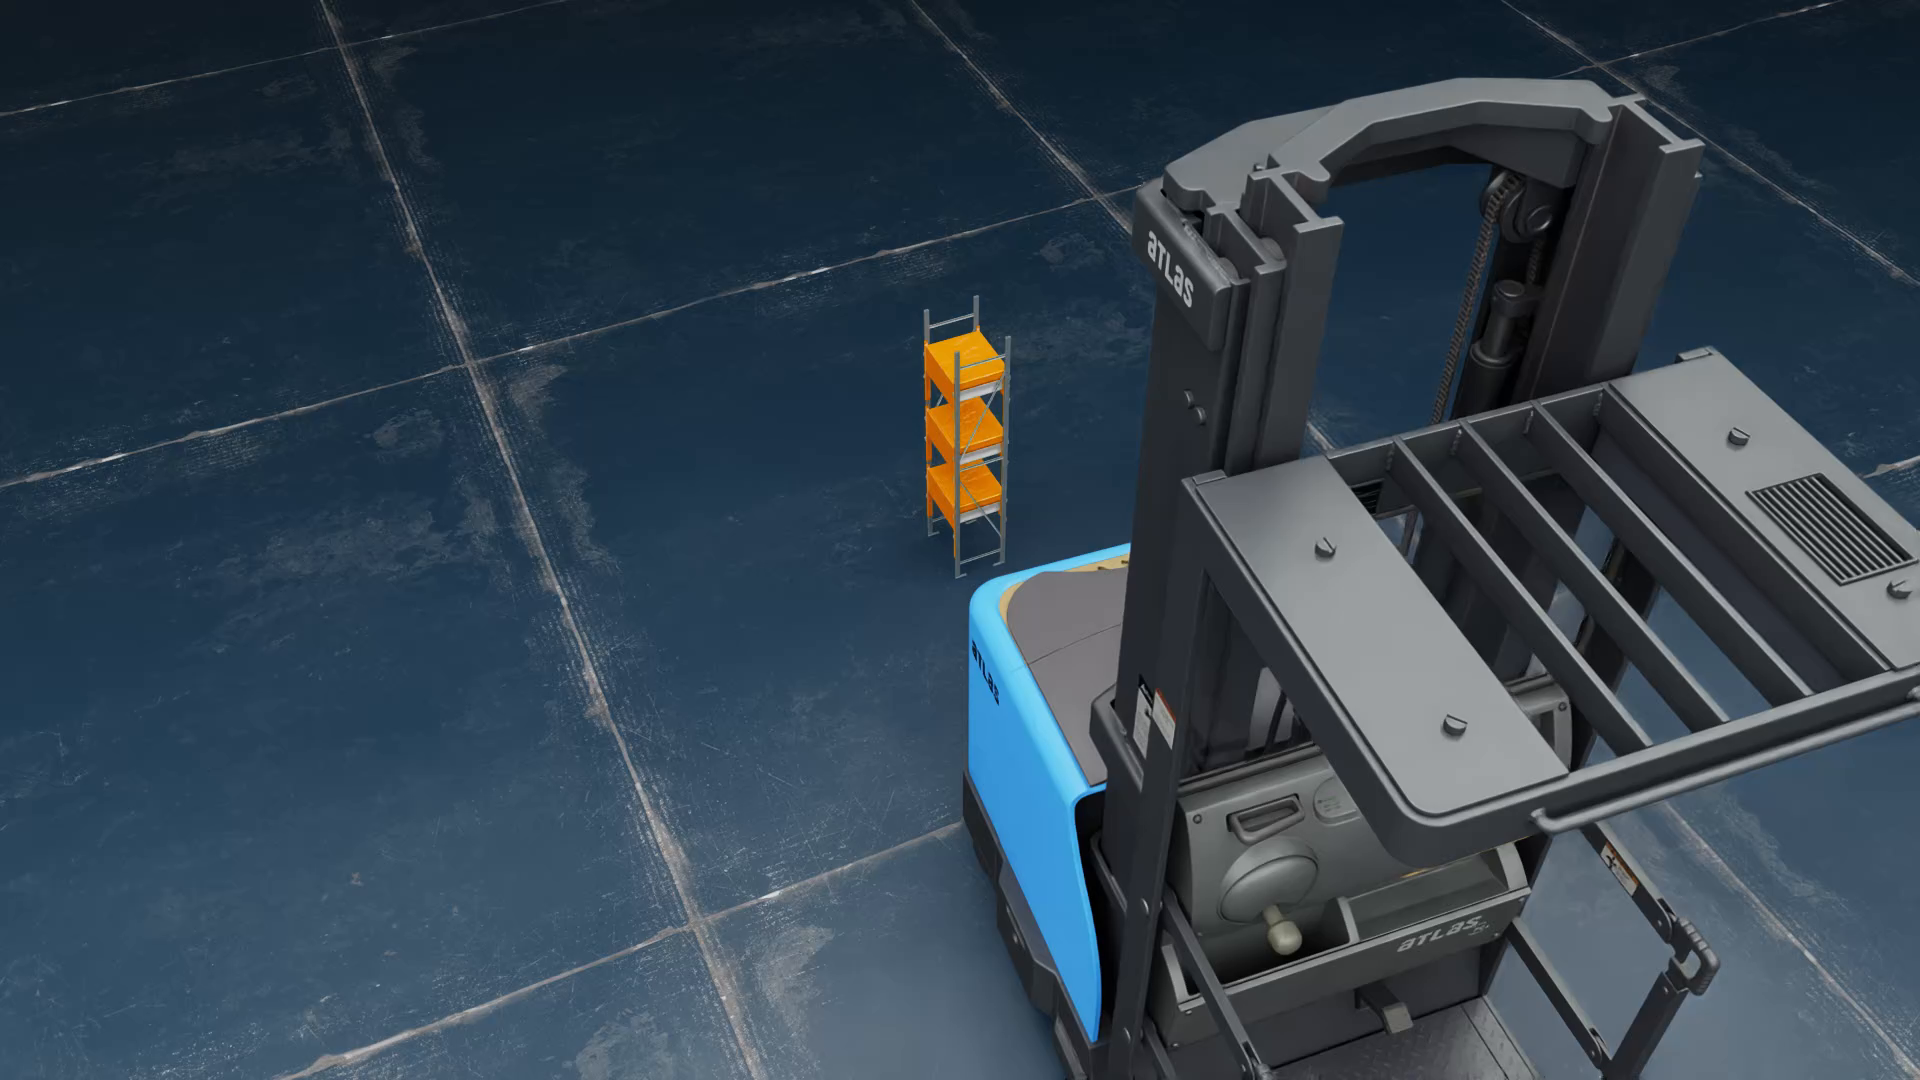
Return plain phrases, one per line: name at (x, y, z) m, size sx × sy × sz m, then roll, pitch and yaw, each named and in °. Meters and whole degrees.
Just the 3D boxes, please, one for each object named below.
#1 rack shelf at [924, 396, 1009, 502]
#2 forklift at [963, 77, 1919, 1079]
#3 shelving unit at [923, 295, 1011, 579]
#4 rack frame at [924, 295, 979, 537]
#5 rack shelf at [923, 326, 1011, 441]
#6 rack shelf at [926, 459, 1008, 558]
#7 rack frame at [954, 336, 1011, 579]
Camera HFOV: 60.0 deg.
rack shelf at (0.022, -0.332, 5.854) m, size 0.215 × 0.259 × 0.240 m, roll -18°, pitch 47°, yaw -17°
forklift at (0.986, 0.701, 3.453) m, size 1.130 × 2.935 × 3.031 m, roll -14°, pitch 46°, yaw -14°
shelving unit at (0.022, -0.340, 5.847) m, size 0.215 × 1.050 × 0.252 m, roll -18°, pitch 47°, yaw -17°
rack frame at (-0.029, -0.417, 5.925) m, size 0.200 × 1.050 × 0.008 m, roll -18°, pitch 47°, yaw -17°
rack shelf at (0.022, -0.534, 5.655) m, size 0.215 × 0.259 × 0.240 m, roll -18°, pitch 47°, yaw -17°
rack shelf at (0.022, -0.134, 6.049) m, size 0.215 × 0.259 × 0.240 m, roll -18°, pitch 47°, yaw -17°
rack frame at (0.074, -0.262, 5.768) m, size 0.200 × 1.050 × 0.008 m, roll -18°, pitch 47°, yaw -17°
